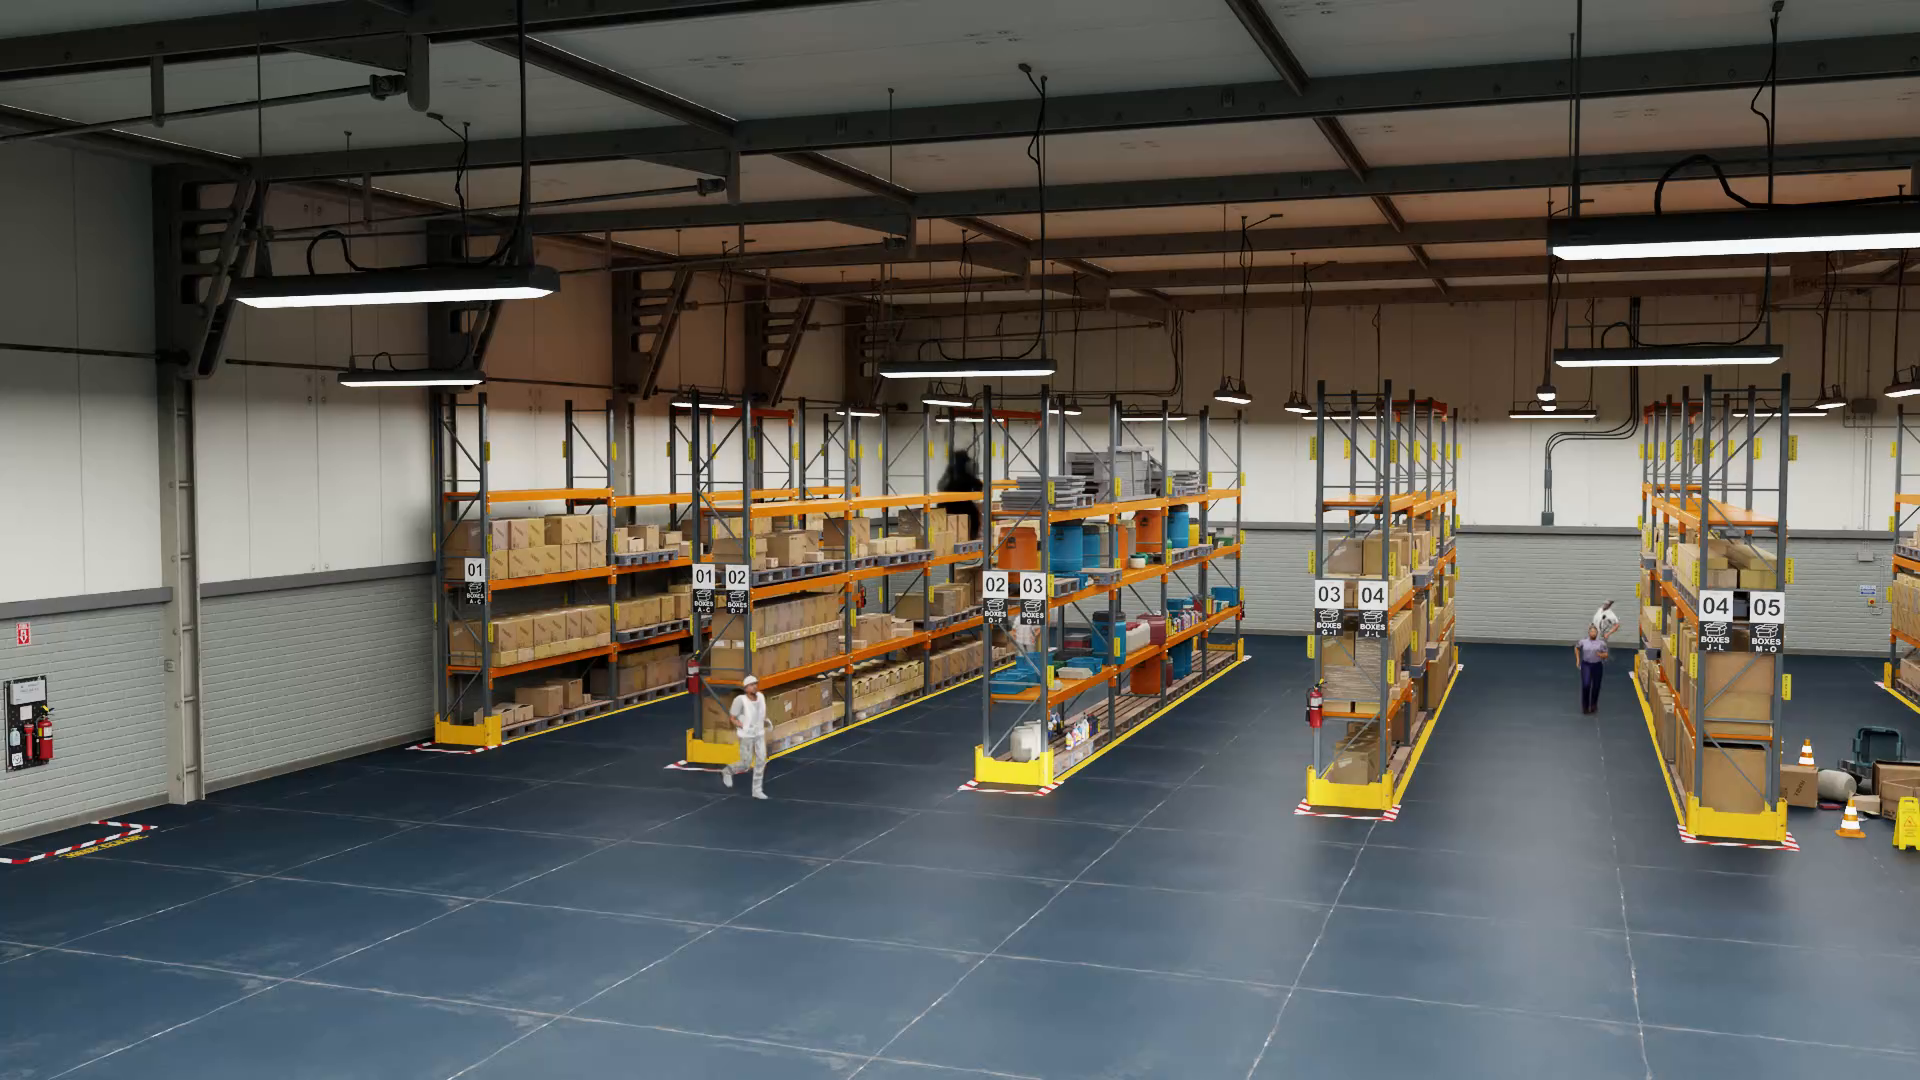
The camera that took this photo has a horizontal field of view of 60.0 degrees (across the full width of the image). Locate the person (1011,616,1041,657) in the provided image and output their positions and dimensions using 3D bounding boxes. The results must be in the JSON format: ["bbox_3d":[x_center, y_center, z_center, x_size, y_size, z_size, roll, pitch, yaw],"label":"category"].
[{"bbox_3d":[1.320,2.115,33.684,0.603,1.650,0.513,1,3,12],"label":"person"}]

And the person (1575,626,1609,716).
[{"bbox_3d":[12.070,2.497,31.762,0.576,1.713,0.734,1,3,13],"label":"person"}]

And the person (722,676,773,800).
[{"bbox_3d":[-3.062,2.847,24.145,0.688,1.774,0.840,-3,4,-45],"label":"person"}]

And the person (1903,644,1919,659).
[{"bbox_3d":[20.954,2.241,36.261,0.739,1.764,0.724,-2,4,-36],"label":"person"}]

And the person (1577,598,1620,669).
[{"bbox_3d":[14.663,2.138,38.043,0.831,1.682,0.867,0,3,-9],"label":"person"}]
